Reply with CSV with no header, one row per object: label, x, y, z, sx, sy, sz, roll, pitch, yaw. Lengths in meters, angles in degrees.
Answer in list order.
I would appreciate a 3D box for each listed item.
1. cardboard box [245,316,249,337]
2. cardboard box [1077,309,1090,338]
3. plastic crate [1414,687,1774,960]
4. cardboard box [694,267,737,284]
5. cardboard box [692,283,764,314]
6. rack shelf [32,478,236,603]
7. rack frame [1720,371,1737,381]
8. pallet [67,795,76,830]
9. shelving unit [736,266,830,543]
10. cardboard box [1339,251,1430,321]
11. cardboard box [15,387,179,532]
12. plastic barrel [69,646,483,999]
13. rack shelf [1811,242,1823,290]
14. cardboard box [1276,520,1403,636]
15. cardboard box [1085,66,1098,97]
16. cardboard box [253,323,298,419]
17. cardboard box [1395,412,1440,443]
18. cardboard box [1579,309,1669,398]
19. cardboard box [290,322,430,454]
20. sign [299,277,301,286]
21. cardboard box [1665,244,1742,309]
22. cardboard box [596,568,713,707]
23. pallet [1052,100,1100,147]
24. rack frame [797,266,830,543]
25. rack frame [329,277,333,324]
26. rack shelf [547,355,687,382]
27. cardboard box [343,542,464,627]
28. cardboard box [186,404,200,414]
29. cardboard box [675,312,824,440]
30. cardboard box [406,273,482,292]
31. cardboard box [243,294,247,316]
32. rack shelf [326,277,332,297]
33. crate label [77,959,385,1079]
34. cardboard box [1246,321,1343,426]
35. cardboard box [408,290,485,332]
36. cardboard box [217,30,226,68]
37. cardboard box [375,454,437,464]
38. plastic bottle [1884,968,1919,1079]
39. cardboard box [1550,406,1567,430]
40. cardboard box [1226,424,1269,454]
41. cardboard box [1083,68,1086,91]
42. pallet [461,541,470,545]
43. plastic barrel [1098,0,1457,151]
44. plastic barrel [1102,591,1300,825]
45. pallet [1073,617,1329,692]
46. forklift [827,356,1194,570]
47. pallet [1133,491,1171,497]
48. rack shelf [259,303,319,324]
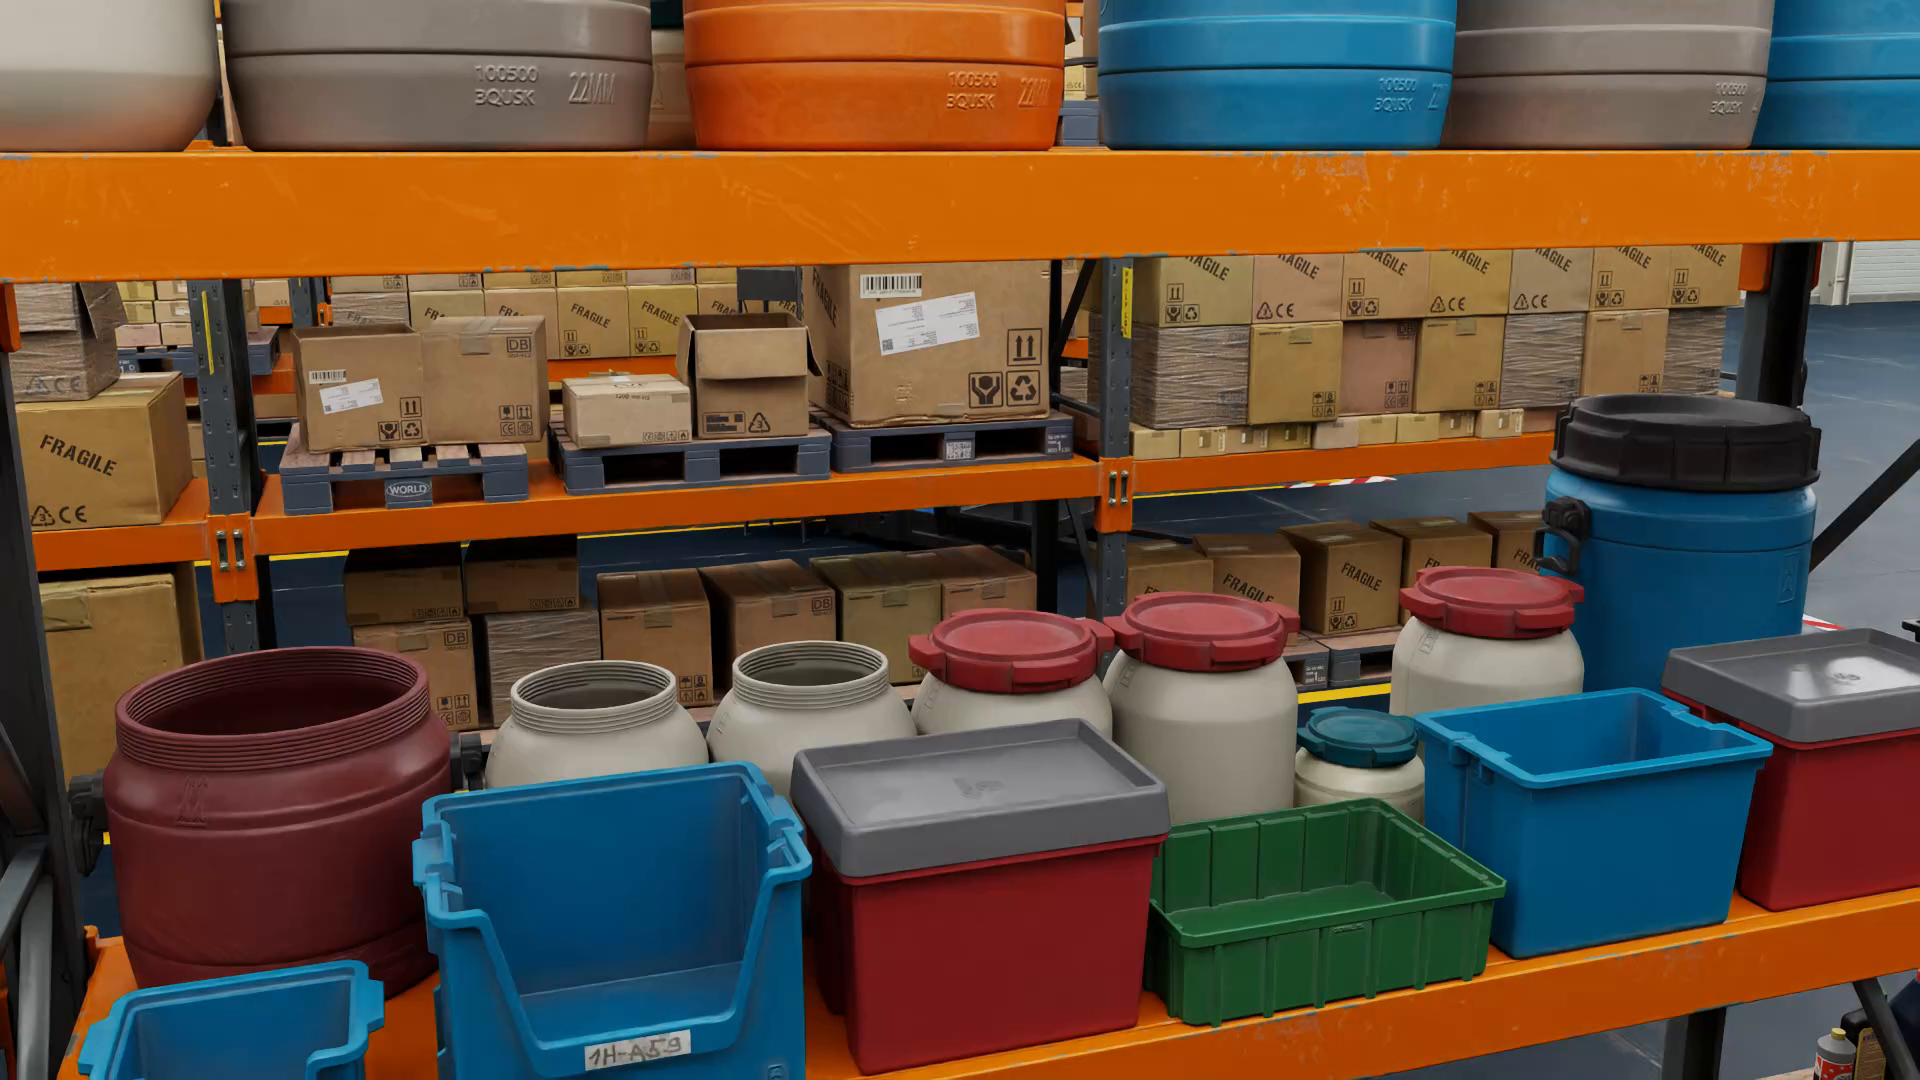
cardboard box,-4.988,-1.426,11.290,0.250,0.149,0.380,-4,14,-17
cardboard box,1.003,-2.000,13.743,0.500,0.550,0.875,-4,14,-18
plastic crate,1.243,0.563,3.328,0.575,0.384,0.392,-4,14,-18
cardboard box,-1.832,-2.235,12.679,0.500,0.500,0.700,-5,14,-19
cardboard box,-1.765,-1.690,12.551,0.500,0.500,0.500,-5,14,-19
rack shelf,-5.077,0.112,6.744,4.000,0.370,1.077,-4,14,-18
rack frame,4.401,-0.976,9.764,0.127,3.000,1.000,-4,14,-18
pallet,-3.953,1.013,7.429,1.213,0.211,1.003,-4,14,-18
shelving unit,-1.277,-1.063,12.074,0.503,2.100,0.431,6,15,23
cardboard box,2.065,-1.412,8.577,0.500,0.500,0.500,-4,14,-18
cardboard box,-3.570,-0.343,6.888,0.500,0.500,0.500,-4,14,-16
plastic barrel,-1.258,0.534,3.122,0.708,0.536,0.600,-4,14,-18
rack shelf,4.085,-0.851,4.312,4.000,0.370,1.077,-4,14,-18
cardboard box,2.105,0.203,9.300,0.500,0.500,0.500,-6,15,-23
cardboard box,0.826,-2.348,8.514,0.250,0.149,0.380,-4,14,-16
cardboard box,-7.023,-1.697,16.479,0.875,0.875,0.875,-5,14,-19
cardboard box,2.327,-0.622,8.819,0.250,0.149,0.380,-4,14,-18
cardboard box,3.435,-1.072,9.307,0.500,0.500,0.875,-4,14,-18
cardboard box,-2.682,-0.687,7.426,0.500,0.500,0.500,-6,15,-25
sign,-4.485,-1.887,11.264,0.005,0.325,0.100,-4,14,-18
cardboard box,3.958,-1.561,9.204,0.500,0.500,0.500,-4,14,-18
cardboard box,-1.496,0.476,8.112,0.500,0.500,0.700,-3,14,-13
pallet,-0.009,-2.026,8.104,1.003,0.211,1.213,-4,14,-18
rack frame,-1.054,-1.040,11.978,0.015,2.100,0.400,6,15,23
rack frame,-7.929,-3.647,20.995,0.127,3.000,1.000,-4,14,-18
rack shelf,-2.772,-1.278,12.590,4.000,0.370,1.077,-4,14,-18
cardboard box,-2.556,0.196,7.669,0.500,0.250,0.500,-4,14,-16
cardboard box,-5.398,-0.836,12.049,0.500,0.250,0.500,-5,14,-21
cardboard box,-1.004,-0.787,7.839,0.637,0.503,0.797,-3,14,-12
cardboard box,-3.760,-2.084,12.047,0.500,0.500,0.700,-5,14,-19
cardboard box,-4.990,-1.571,11.259,0.250,0.149,0.380,-4,14,-17
rack shelf,-9.824,-3.150,20.457,4.000,0.370,1.077,-4,14,-18
crate label,-1.083,0.833,2.519,0.416,0.233,0.303,-4,14,-18
cardboard box,1.541,-0.923,8.682,0.500,0.500,0.875,-4,14,-18
cardboard box,-3.675,-1.542,11.925,0.500,0.500,0.500,-5,14,-19
cardboard box,-4.968,-3.274,11.074,0.258,0.266,0.396,-4,14,-18
cardboard box,-4.062,-0.616,12.204,0.750,0.750,1.050,-5,14,-19
plastic bottle,2.708,1.369,4.677,0.185,0.351,0.144,-5,14,-20
cardboard box,3.247,-0.715,9.209,0.250,0.149,0.380,-4,14,-18
cardboard box,1.379,-0.549,8.510,0.250,0.149,0.380,-4,14,-18
cardboard box,1.112,-3.647,13.069,0.500,0.250,0.500,-4,14,-18
pallet,-3.896,-0.166,12.384,1.213,0.211,1.003,-4,14,-18
plastic barrel,0.537,-1.116,2.787,0.708,0.901,0.600,-4,14,-18
plastic barrel,0.517,0.416,3.618,0.433,0.535,0.433,0,13,0
pallet,1.235,0.619,9.086,1.213,0.211,1.003,-4,14,-18
forklift,0.488,-1.336,11.426,3.031,2.935,1.130,10,17,37
pallet,1.028,-0.549,13.996,1.213,0.211,1.003,-4,14,-18
rack shelf,-8.238,-2.061,15.882,4.000,0.370,1.077,-4,14,-18
